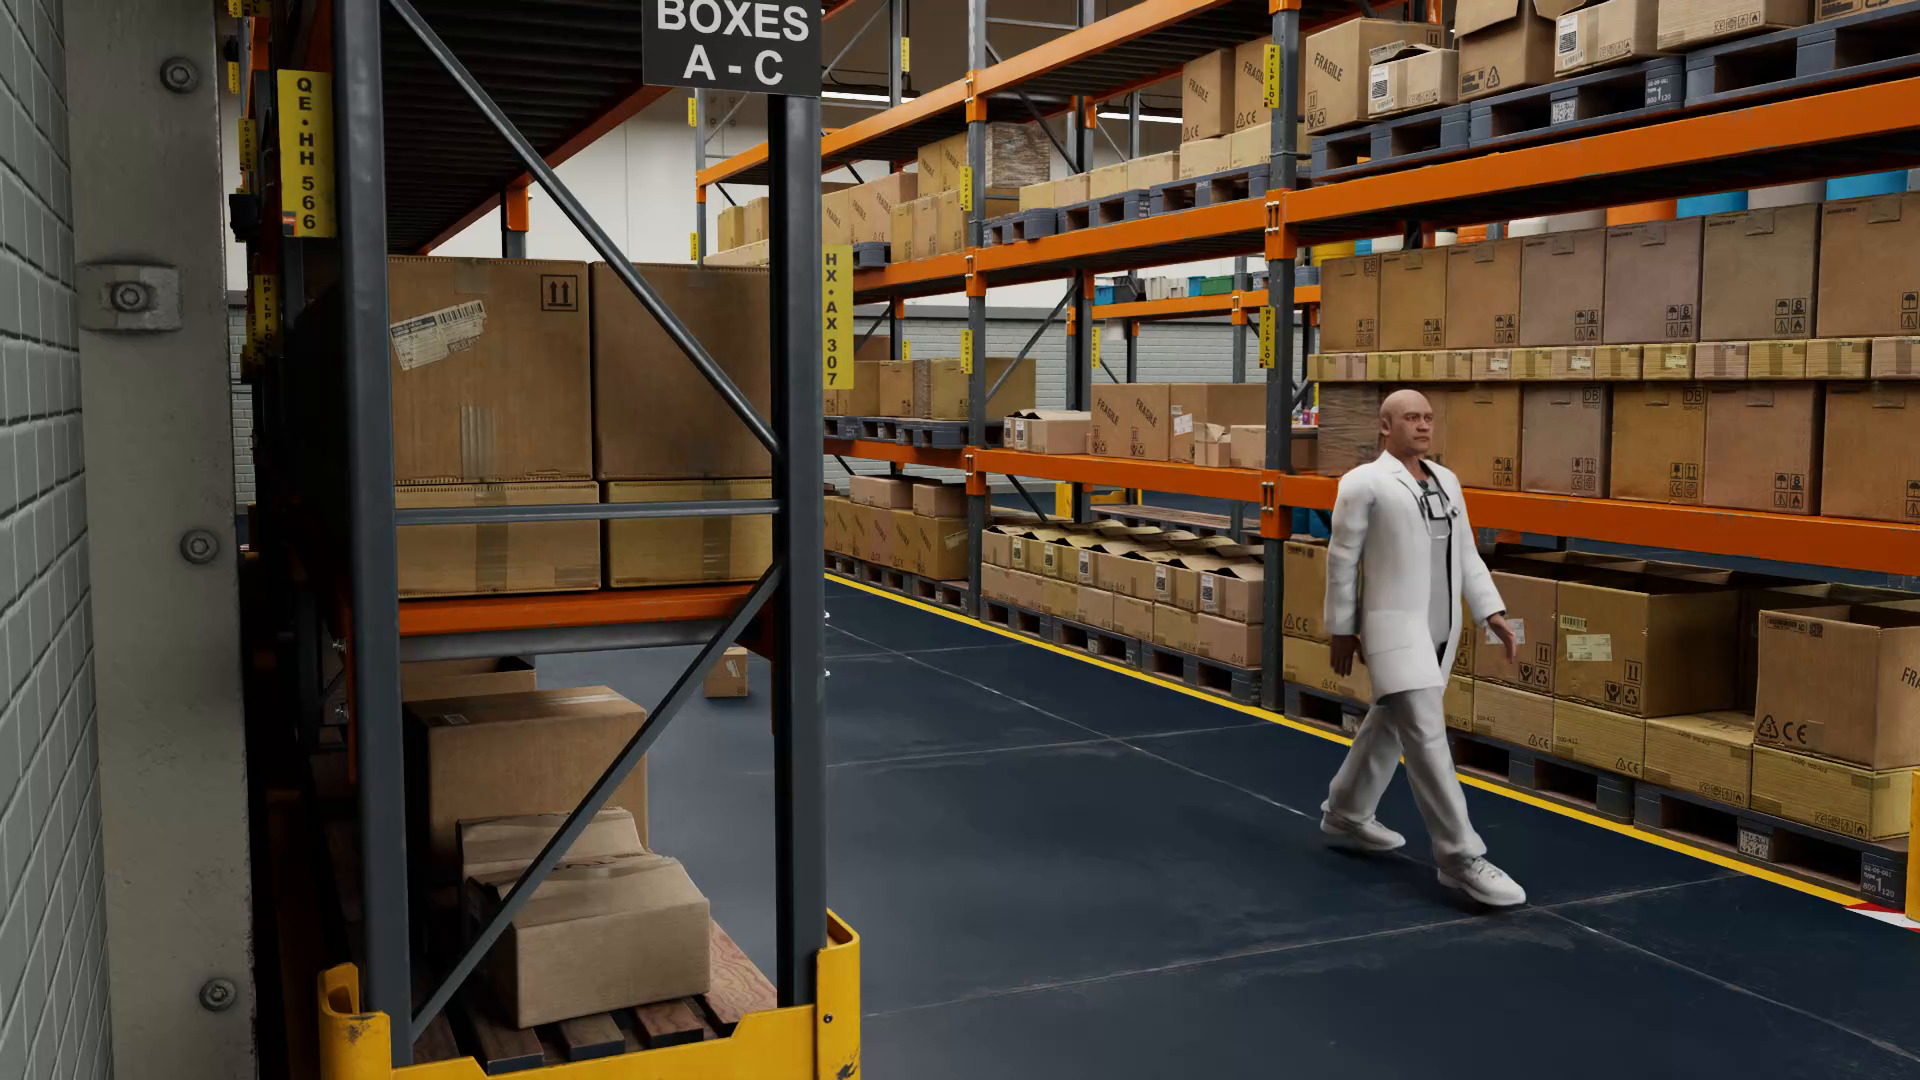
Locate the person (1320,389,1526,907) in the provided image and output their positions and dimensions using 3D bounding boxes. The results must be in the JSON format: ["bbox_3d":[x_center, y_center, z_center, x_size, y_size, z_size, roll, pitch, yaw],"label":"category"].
[{"bbox_3d":[1.694,0.351,5.952,0.575,1.680,1.066,-3,6,-34],"label":"person"}]
